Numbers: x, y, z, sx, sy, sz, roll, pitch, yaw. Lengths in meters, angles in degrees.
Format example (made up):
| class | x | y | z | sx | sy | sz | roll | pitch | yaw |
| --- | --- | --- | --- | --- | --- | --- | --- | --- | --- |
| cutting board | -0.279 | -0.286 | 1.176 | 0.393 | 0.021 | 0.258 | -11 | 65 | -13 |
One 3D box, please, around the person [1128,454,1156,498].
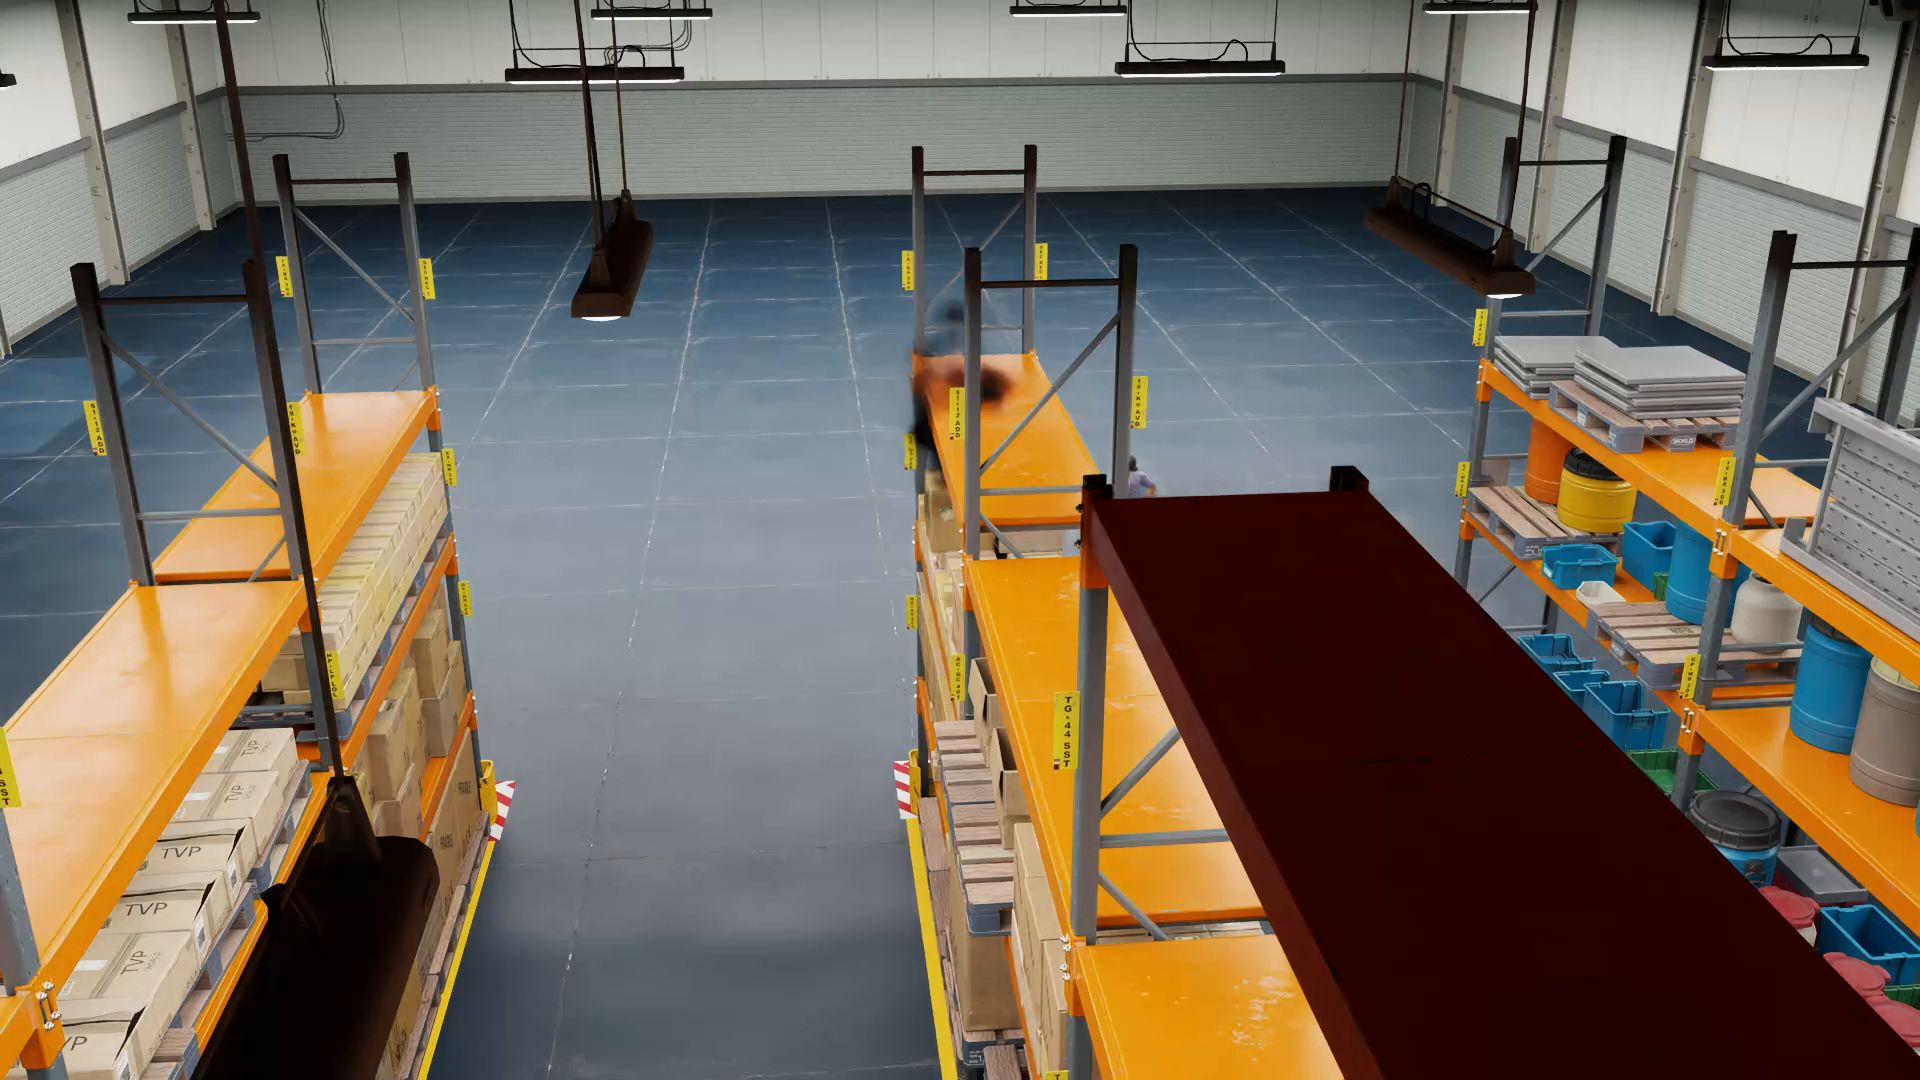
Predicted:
| class | x | y | z | sx | sy | sz | roll | pitch | yaw |
| --- | --- | --- | --- | --- | --- | --- | --- | --- | --- |
| person | 2.030 | -0.202 | 19.985 | 0.734 | 1.719 | 0.573 | 9 | 23 | 21 |
